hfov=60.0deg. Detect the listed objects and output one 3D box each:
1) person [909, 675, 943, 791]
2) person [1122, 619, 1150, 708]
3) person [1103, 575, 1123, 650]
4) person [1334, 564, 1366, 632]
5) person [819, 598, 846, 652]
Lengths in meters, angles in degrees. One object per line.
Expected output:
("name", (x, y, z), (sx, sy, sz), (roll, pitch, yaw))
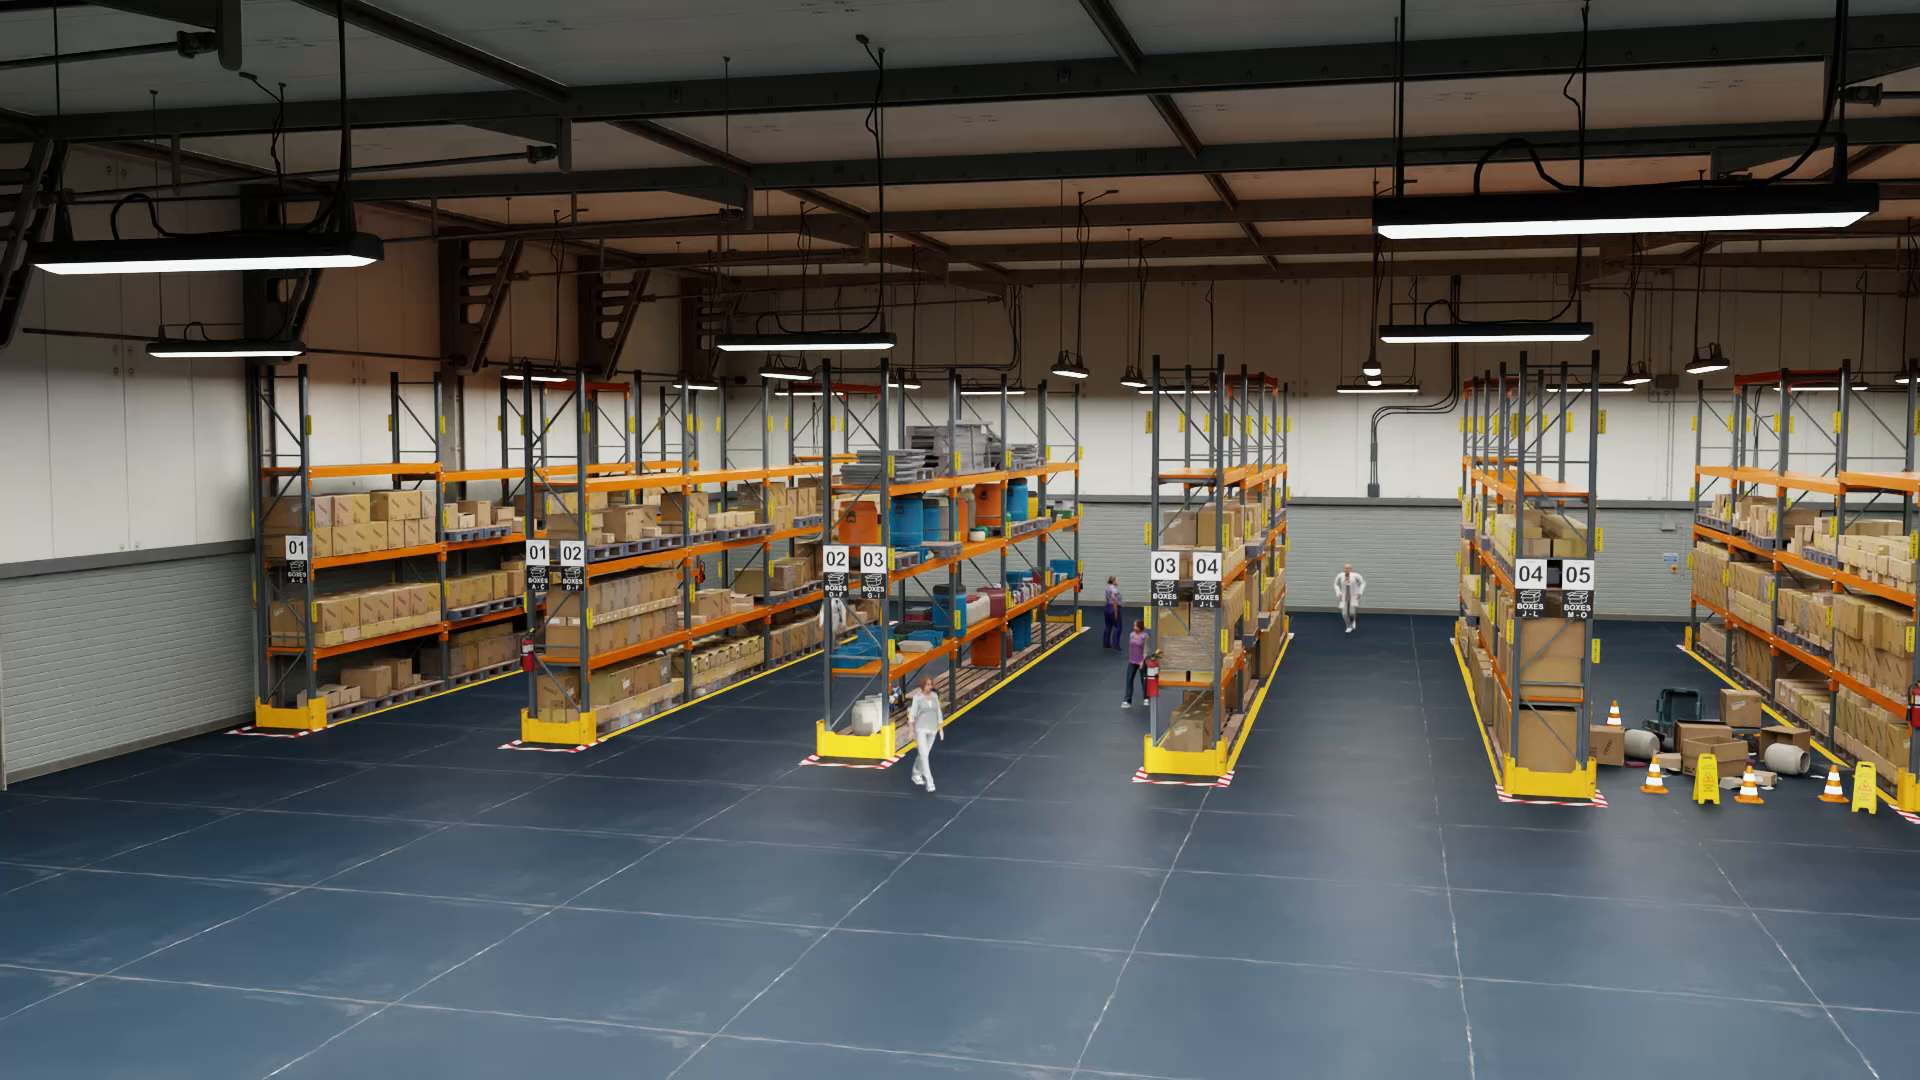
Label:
("person", (-0.448, 2.633, 22.809), (0.471, 1.550, 0.942), (-3, 5, -33))
("person", (3.126, 2.180, 29.359), (0.428, 1.554, 0.898), (2, 5, 30))
("person", (3.392, 1.651, 37.197), (0.438, 1.694, 0.555), (-2, 4, -26))
("person", (9.416, 1.401, 40.173), (0.751, 1.683, 0.657), (2, 4, 22))
("person", (-2.680, 1.607, 34.748), (0.488, 1.453, 1.041), (1, 4, 17))
